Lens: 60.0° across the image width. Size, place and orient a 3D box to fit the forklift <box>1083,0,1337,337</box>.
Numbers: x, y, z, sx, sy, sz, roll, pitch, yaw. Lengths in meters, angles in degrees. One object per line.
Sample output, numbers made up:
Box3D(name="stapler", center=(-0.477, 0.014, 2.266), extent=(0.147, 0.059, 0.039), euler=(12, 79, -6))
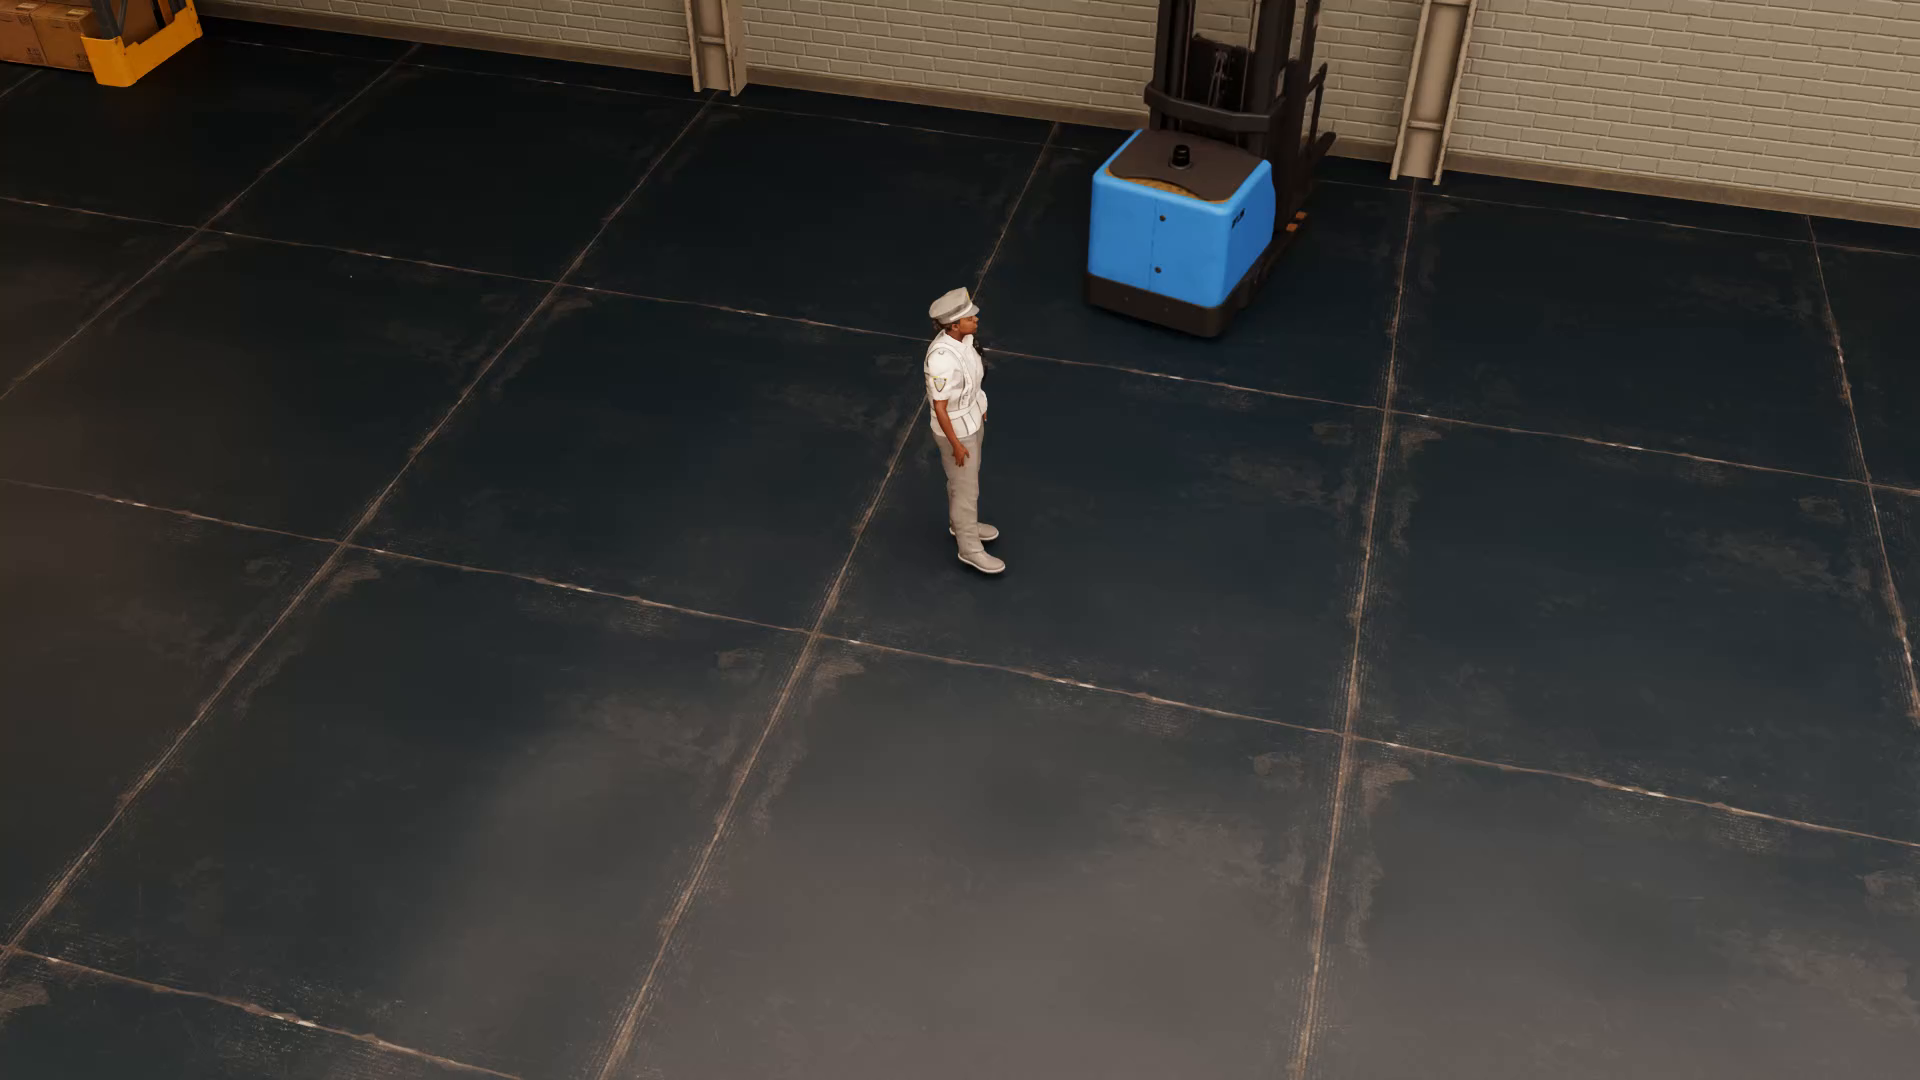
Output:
Box3D(name="forklift", center=(2.038, -3.475, 11.826), extent=(1.130, 2.935, 3.031), euler=(20, 45, 21))

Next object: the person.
Box3D(name="person", center=(0.067, -0.648, 9.466), extent=(0.528, 1.697, 0.570), euler=(10, 42, 11))
